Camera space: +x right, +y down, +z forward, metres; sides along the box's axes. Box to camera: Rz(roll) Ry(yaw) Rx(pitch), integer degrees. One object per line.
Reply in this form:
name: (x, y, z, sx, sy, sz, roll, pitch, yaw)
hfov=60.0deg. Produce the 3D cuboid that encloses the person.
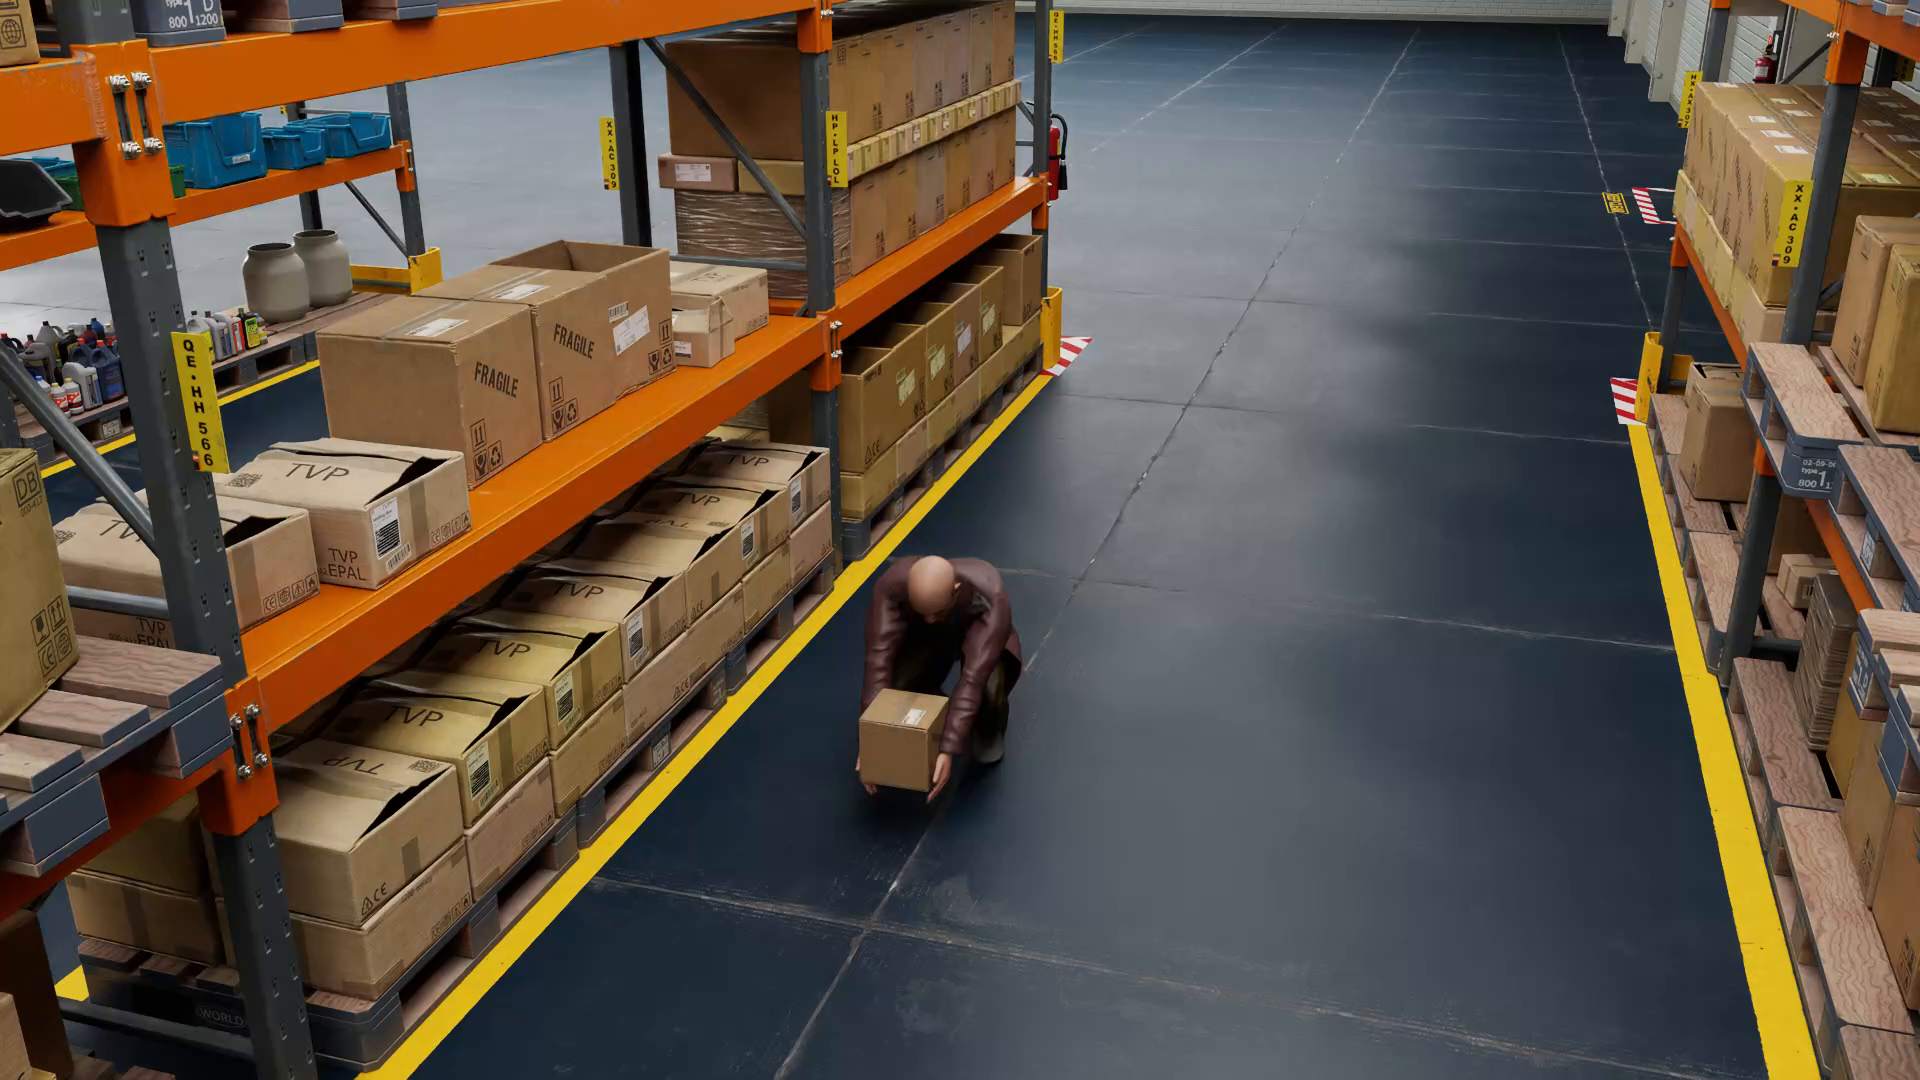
person: (-0.080, 0.433, 6.165, 0.581, 0.938, 1.014, 6, 22, 15)
